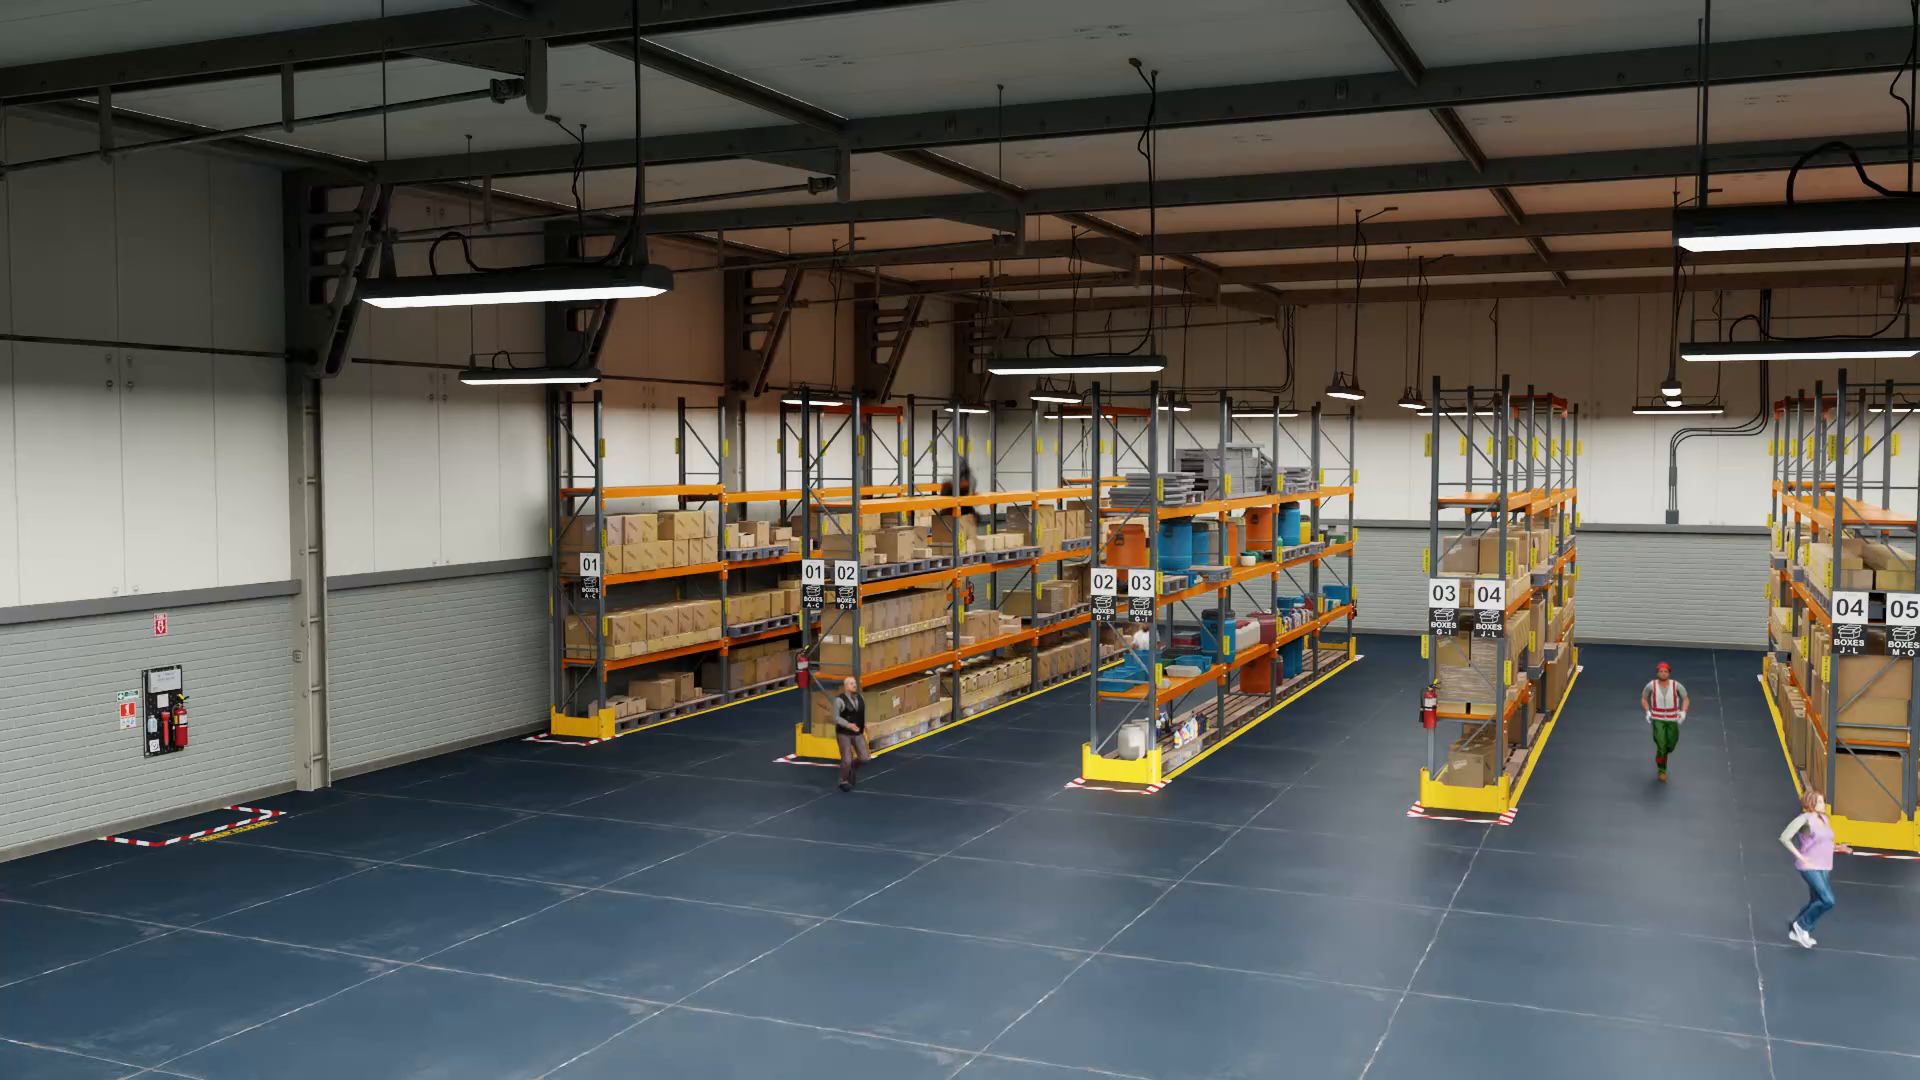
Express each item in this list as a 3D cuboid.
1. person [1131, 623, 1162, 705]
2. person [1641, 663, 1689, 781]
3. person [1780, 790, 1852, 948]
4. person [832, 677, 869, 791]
[{"bbox_3d":[3.626,2.331,32.485,0.583,1.673,0.957,1,3,14],"label":"person"},{"bbox_3d":[10.709,2.735,25.284,0.665,1.777,0.702,1,3,19],"label":"person"},{"bbox_3d":[8.536,3.334,16.560,0.522,1.478,0.592,-2,4,-33],"label":"person"},{"bbox_3d":[-1.559,2.824,24.182,0.642,1.675,0.652,-2,4,-36],"label":"person"}]
